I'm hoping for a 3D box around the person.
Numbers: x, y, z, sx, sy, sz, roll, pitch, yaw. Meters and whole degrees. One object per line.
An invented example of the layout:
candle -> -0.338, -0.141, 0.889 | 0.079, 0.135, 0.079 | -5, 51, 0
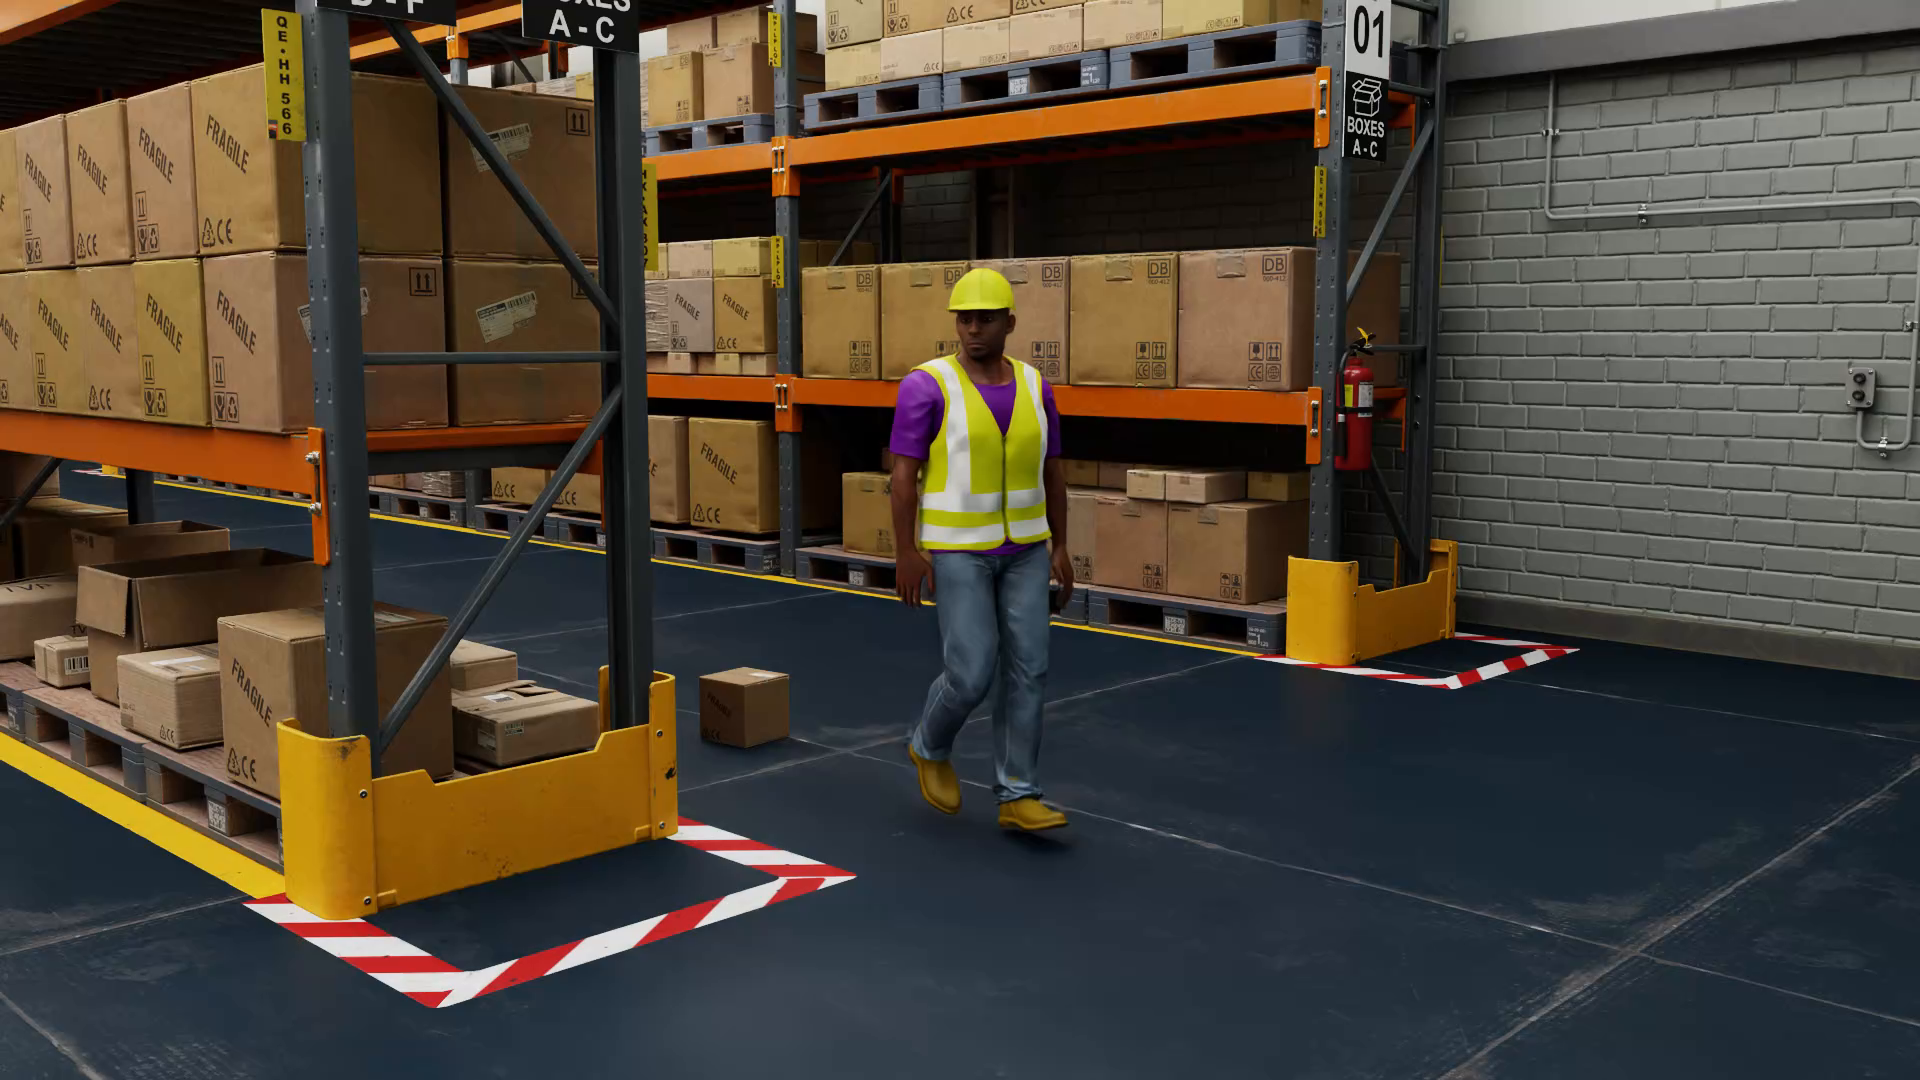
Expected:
person -> 0.089, 0.036, 5.226 | 0.603, 1.761, 0.650 | -4, 8, -28
